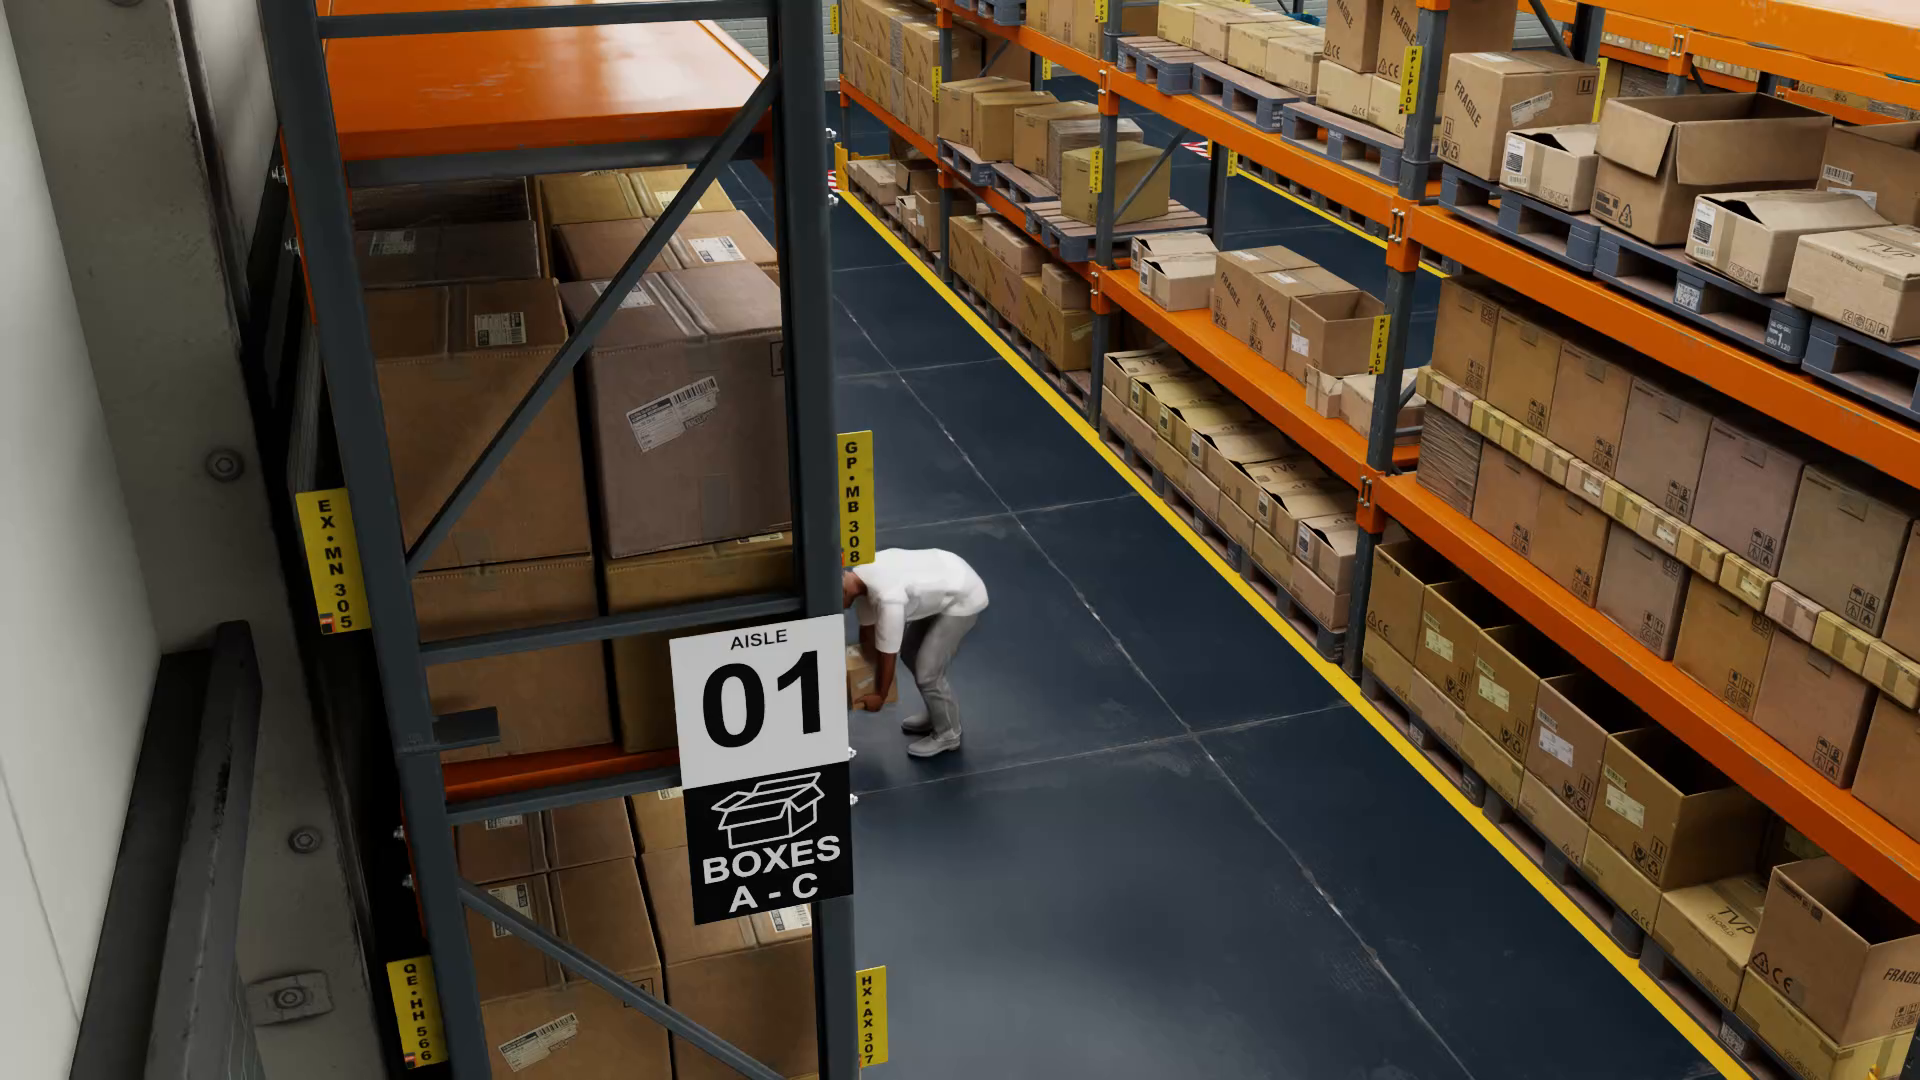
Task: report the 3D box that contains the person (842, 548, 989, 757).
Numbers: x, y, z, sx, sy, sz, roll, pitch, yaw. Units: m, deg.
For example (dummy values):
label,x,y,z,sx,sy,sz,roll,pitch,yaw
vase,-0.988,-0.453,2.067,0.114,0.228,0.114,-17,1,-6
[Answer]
label,x,y,z,sx,sy,sz,roll,pitch,yaw
person,-0.333,0.588,8.785,0.967,1.193,0.476,-9,28,-18
